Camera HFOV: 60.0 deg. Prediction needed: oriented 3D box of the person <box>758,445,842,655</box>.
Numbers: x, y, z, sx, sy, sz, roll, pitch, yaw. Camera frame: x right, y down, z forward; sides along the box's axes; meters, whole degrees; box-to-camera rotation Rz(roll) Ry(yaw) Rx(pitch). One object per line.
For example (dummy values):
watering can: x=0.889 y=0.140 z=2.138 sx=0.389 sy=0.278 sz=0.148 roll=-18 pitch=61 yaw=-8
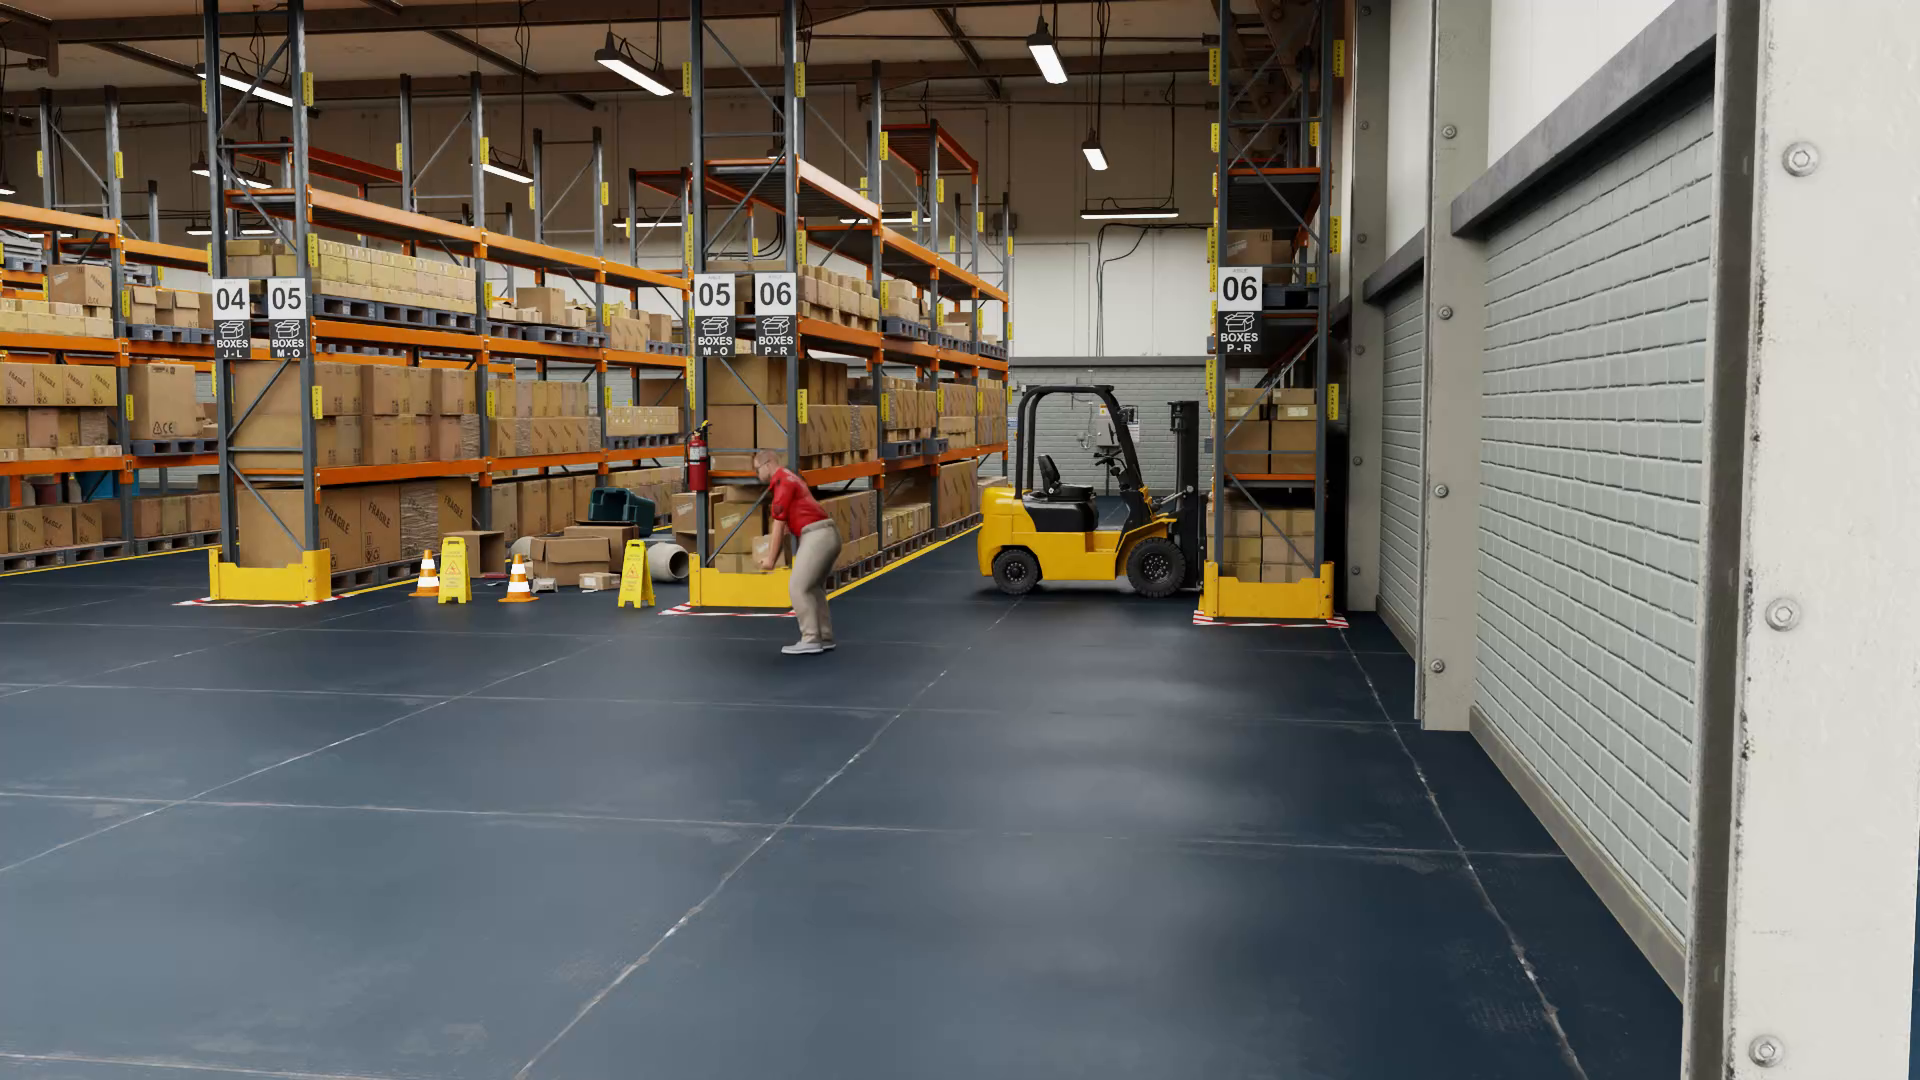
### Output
person: x=-1.248 y=0.071 z=13.014 sx=0.623 sy=1.631 sz=0.482 roll=1 pitch=4 yaw=7
